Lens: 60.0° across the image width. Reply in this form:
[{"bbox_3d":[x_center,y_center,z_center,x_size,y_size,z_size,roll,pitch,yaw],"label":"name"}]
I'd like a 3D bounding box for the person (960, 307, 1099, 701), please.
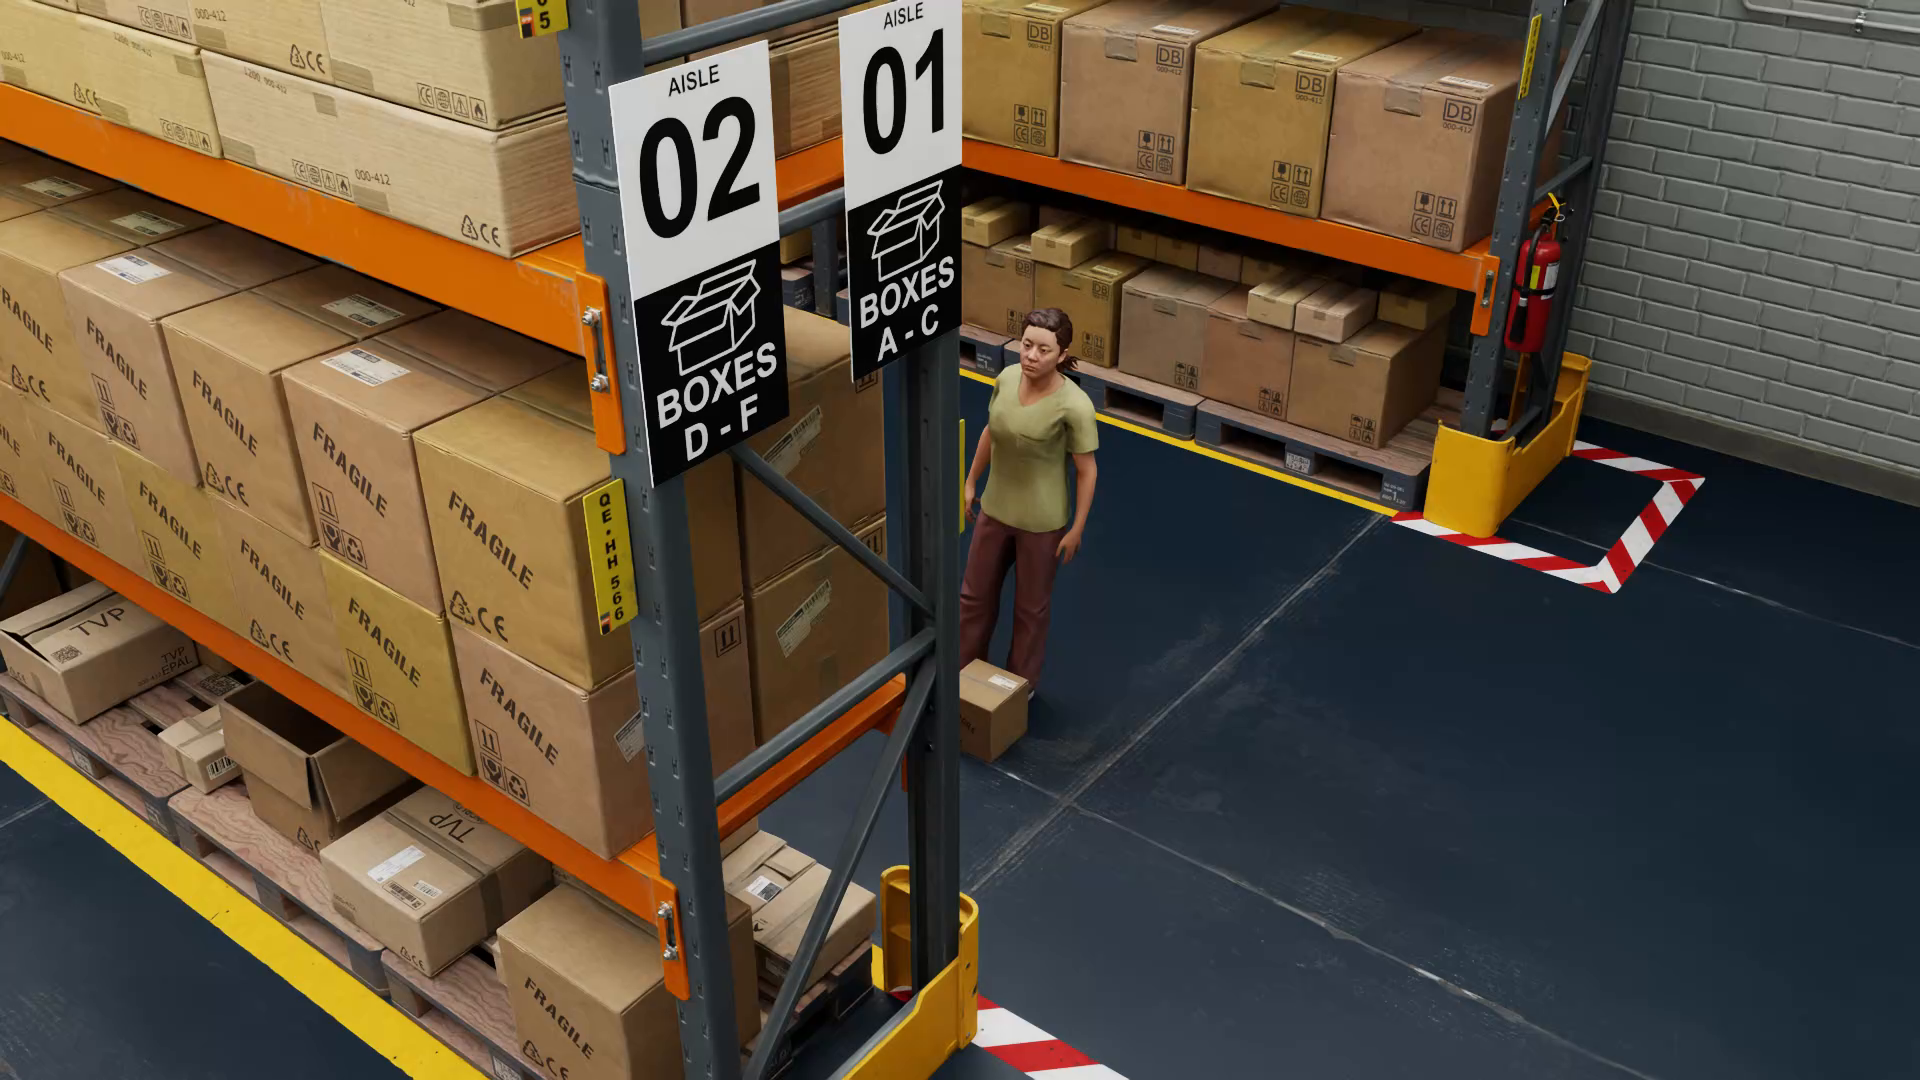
[{"bbox_3d":[0.197,-0.059,6.215,0.554,1.676,0.549,21,37,31],"label":"person"}]
